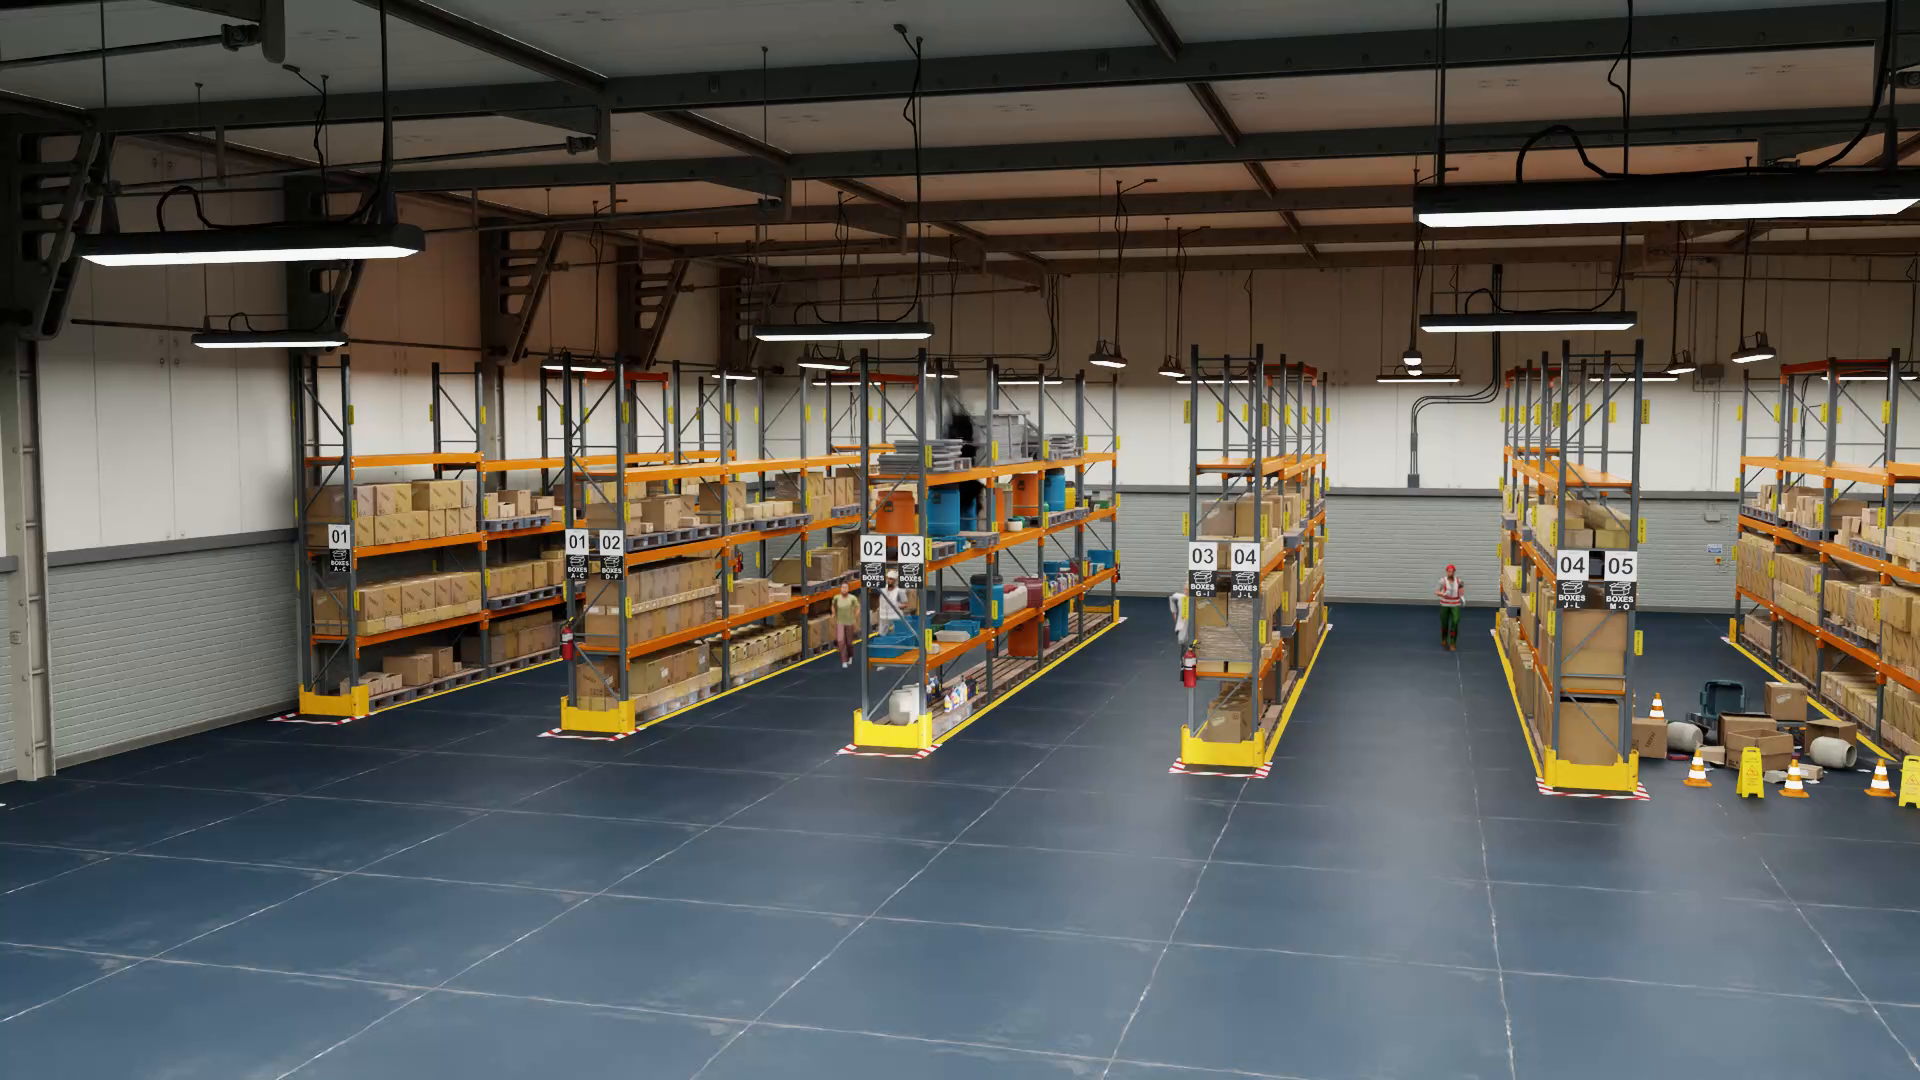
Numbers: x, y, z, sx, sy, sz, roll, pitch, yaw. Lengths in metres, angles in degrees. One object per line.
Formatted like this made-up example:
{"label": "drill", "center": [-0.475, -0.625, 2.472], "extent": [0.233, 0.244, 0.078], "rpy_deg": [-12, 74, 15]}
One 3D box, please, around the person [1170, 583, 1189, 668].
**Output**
{"label": "person", "center": [4.447, 1.775, 32.593], "extent": [0.691, 1.523, 0.958], "rpy_deg": [1, 4, 8]}

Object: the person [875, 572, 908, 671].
{"label": "person", "center": [-1.291, 1.494, 30.906], "extent": [0.681, 1.819, 0.919], "rpy_deg": [2, 5, 21]}

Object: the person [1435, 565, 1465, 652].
{"label": "person", "center": [10.451, 1.427, 35.480], "extent": [0.652, 1.825, 0.905], "rpy_deg": [1, 4, 10]}

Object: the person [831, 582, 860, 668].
{"label": "person", "center": [-2.164, 1.576, 31.433], "extent": [0.564, 1.613, 0.750], "rpy_deg": [0, 4, 1]}
